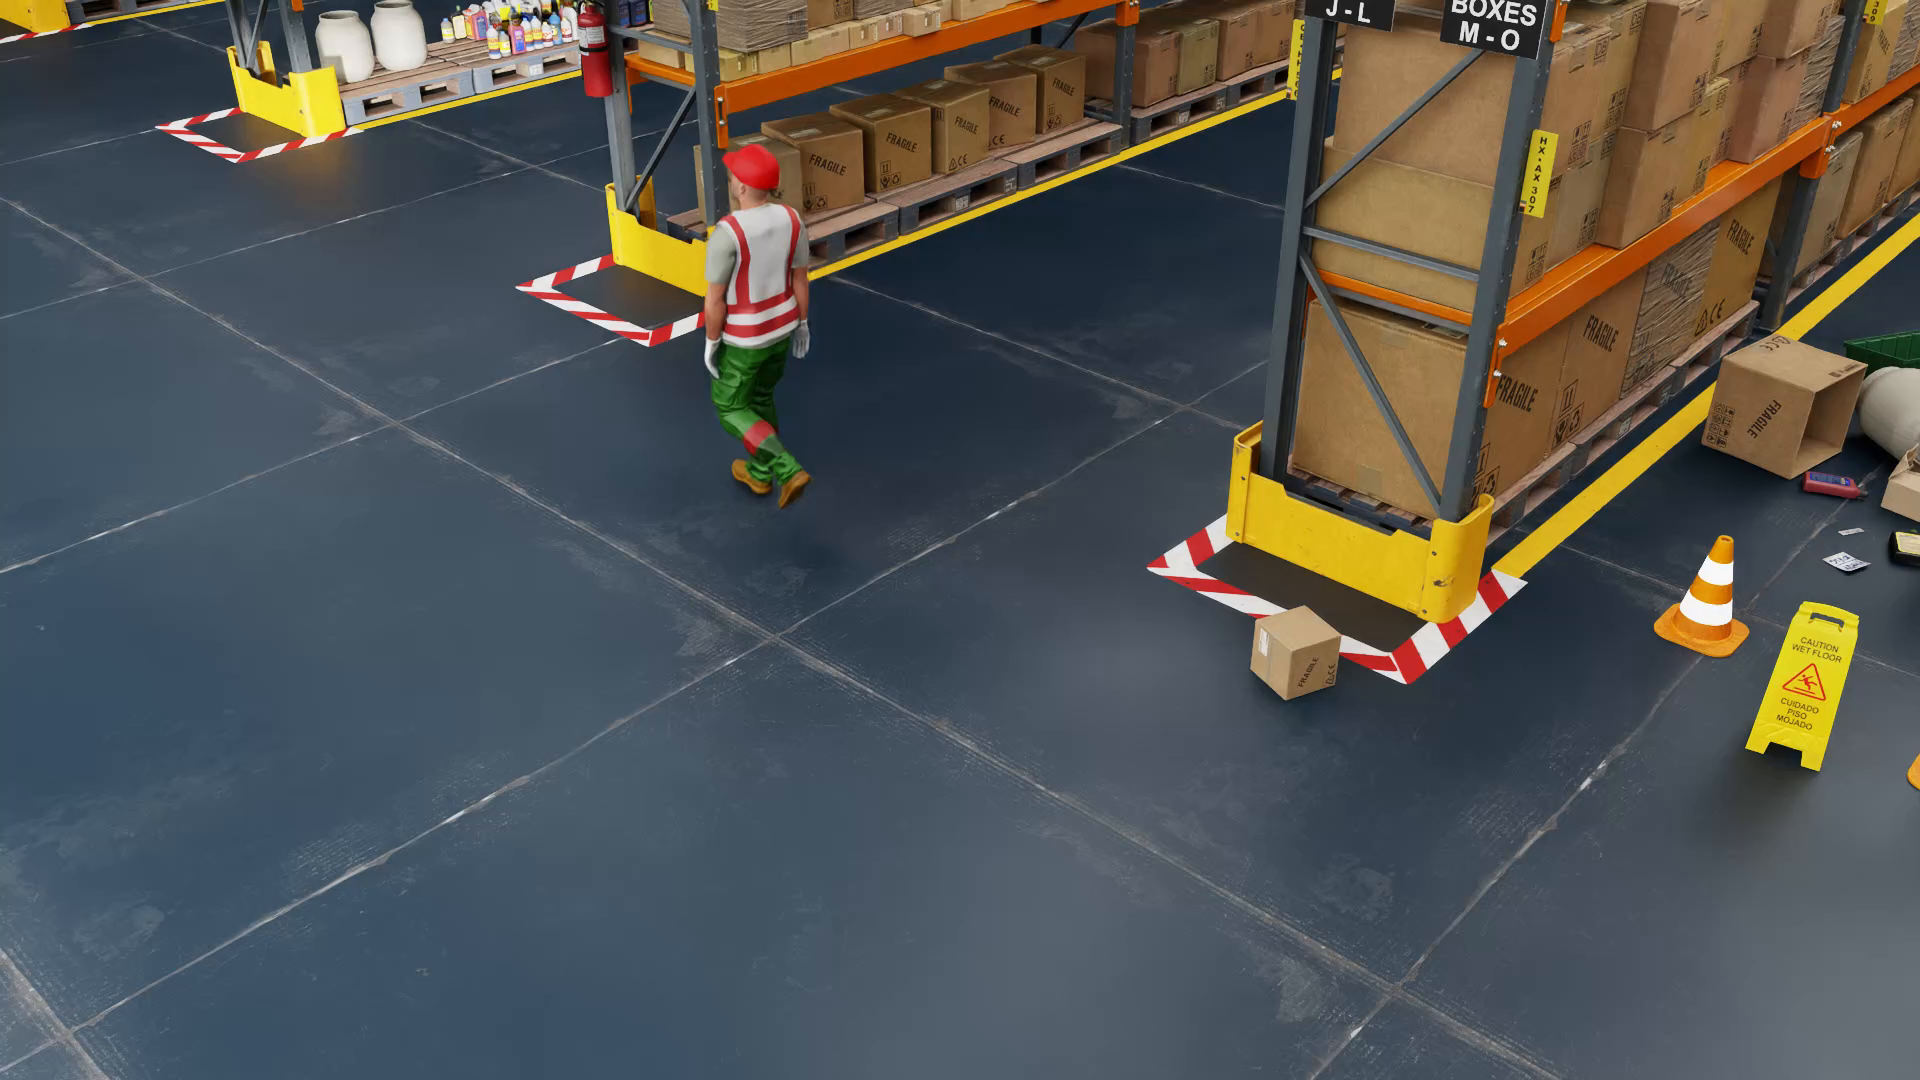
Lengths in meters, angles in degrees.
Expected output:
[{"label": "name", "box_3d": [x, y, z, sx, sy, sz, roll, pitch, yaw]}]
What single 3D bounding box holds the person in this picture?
[{"label": "person", "box_3d": [-0.917, -0.942, 7.650, 0.549, 1.773, 0.759, -26, 40, -36]}]
